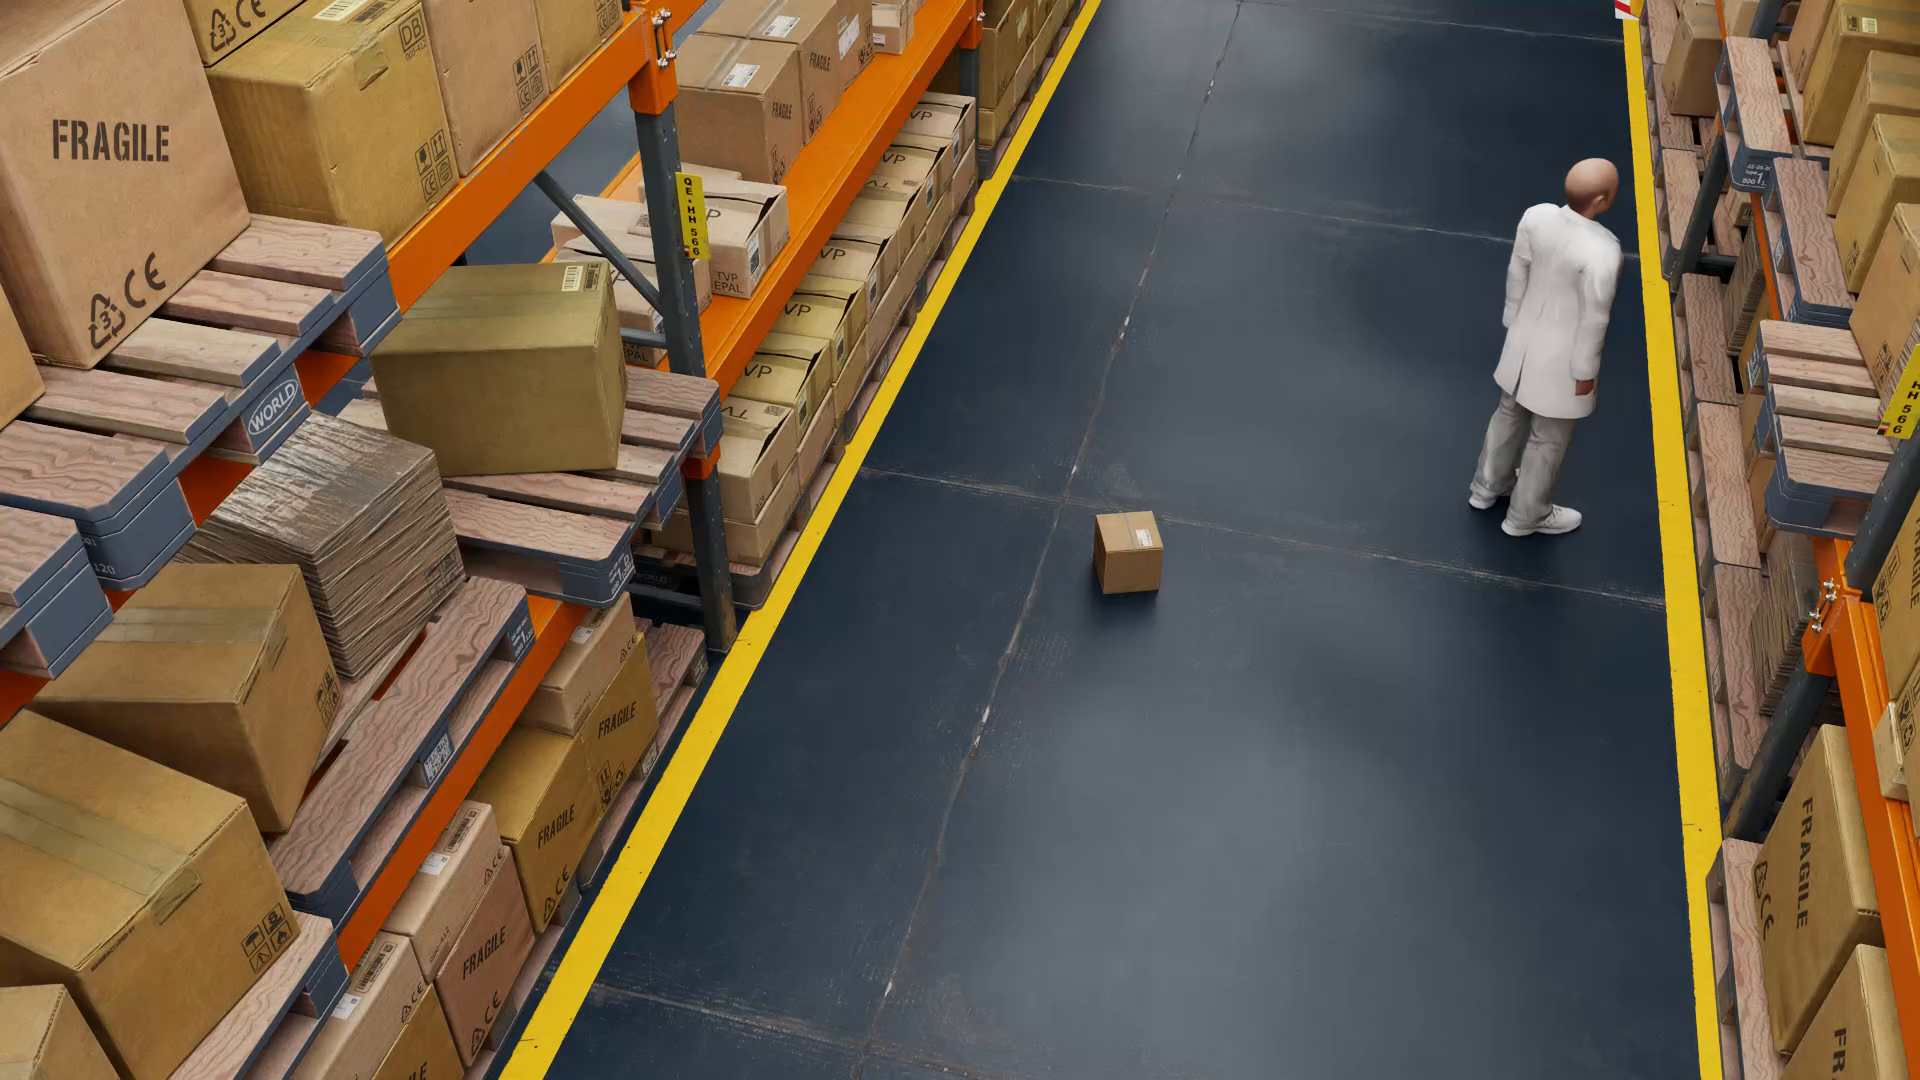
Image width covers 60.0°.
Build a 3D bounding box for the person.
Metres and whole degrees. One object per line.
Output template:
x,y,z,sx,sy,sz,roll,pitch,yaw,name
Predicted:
2.566,-0.832,7.138,0.391,1.782,0.547,-17,43,-19,person
